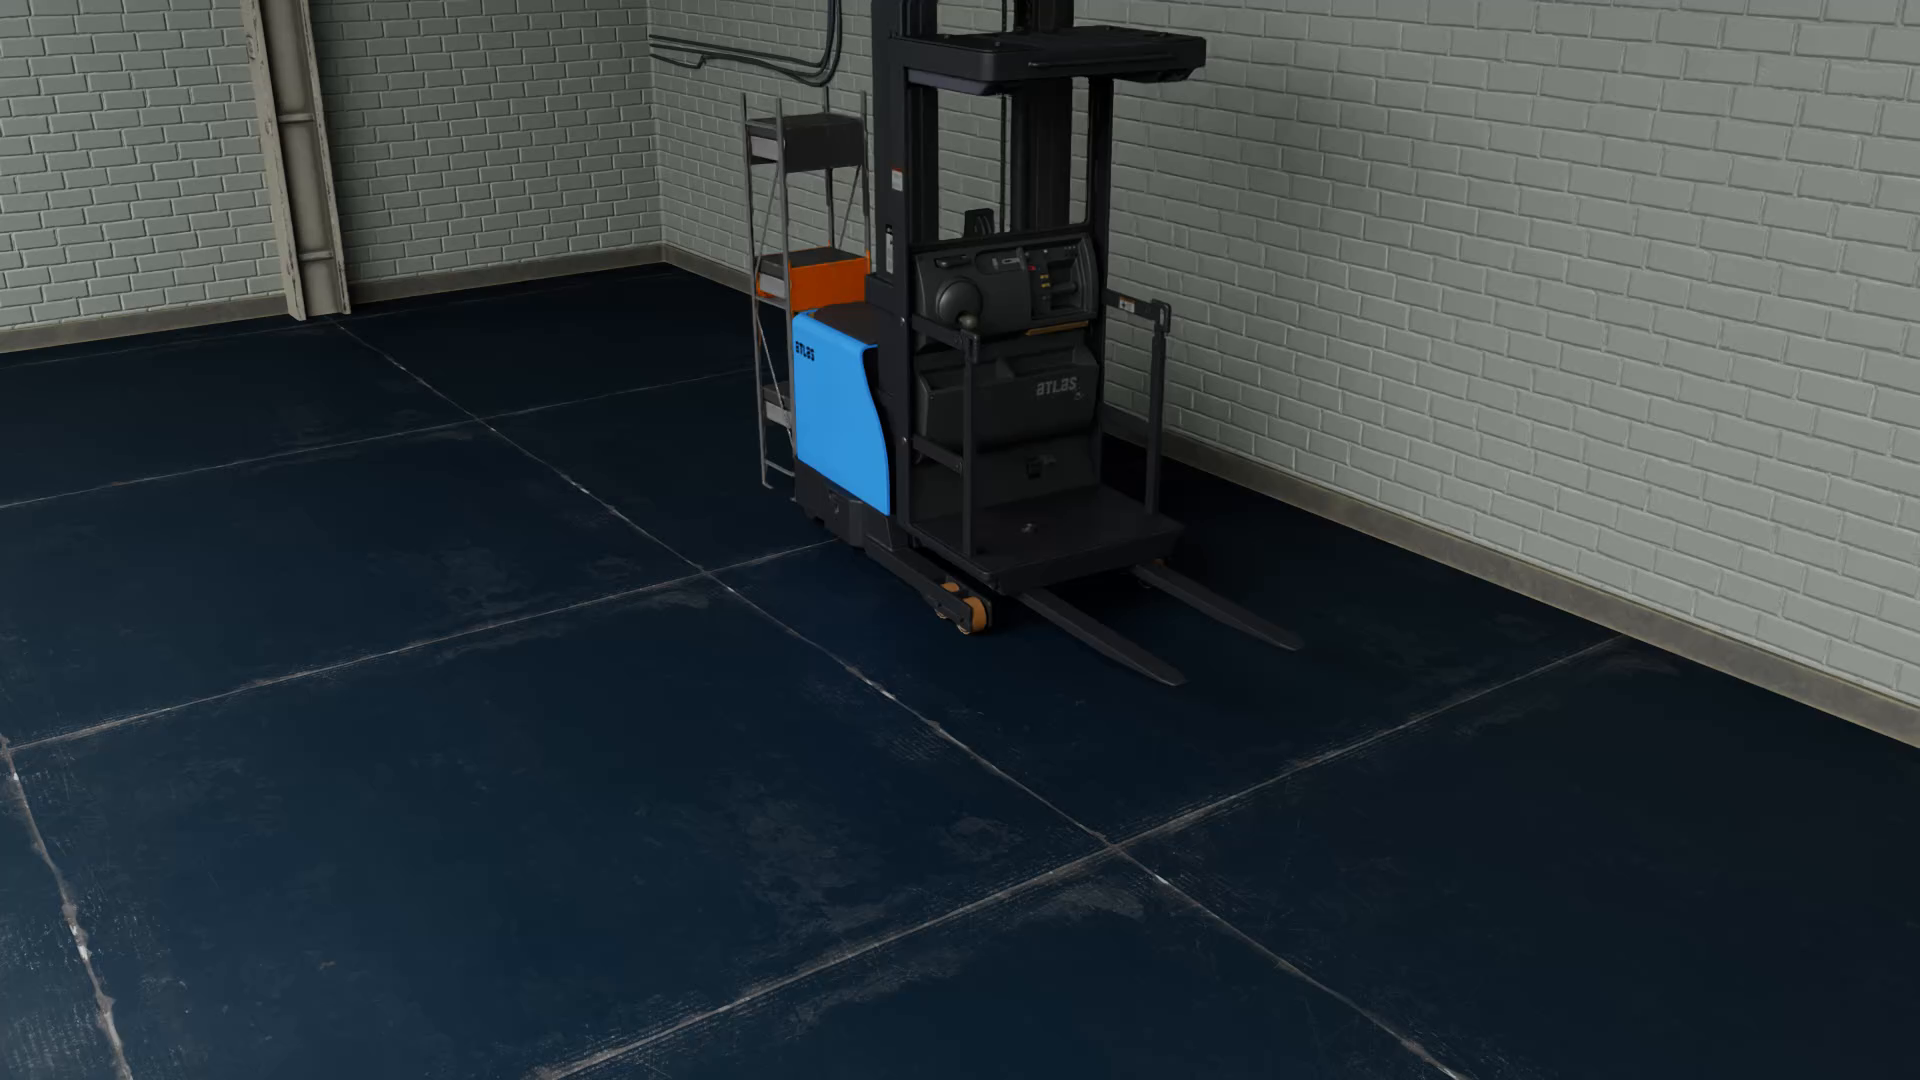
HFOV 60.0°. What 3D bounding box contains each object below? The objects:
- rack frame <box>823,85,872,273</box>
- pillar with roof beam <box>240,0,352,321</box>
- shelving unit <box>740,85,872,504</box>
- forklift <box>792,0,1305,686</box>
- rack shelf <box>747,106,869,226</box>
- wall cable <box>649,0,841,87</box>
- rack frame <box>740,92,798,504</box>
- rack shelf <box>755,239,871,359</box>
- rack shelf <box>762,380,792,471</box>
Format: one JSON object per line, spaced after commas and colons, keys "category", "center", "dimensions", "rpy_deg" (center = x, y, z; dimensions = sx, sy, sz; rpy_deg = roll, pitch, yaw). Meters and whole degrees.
{"category": "rack frame", "center": [-0.581, -1.335, 8.896], "dimensions": [0.015, 2.100, 0.400], "rpy_deg": [-15, 25, -32]}
{"category": "pillar with roof beam", "center": [-2.399, -4.627, 7.850], "dimensions": [0.400, 9.000, 9.100], "rpy_deg": [-15, 26, -33]}
{"category": "shelving unit", "center": [-0.781, -1.283, 8.766], "dimensions": [0.503, 2.100, 0.431], "rpy_deg": [-15, 25, -32]}
{"category": "forklift", "center": [0.329, -1.139, 7.297], "dimensions": [1.130, 2.935, 3.031], "rpy_deg": [-13, 25, -29]}
{"category": "rack shelf", "center": [-0.789, -1.924, 8.521], "dimensions": [0.480, 0.518, 0.431], "rpy_deg": [-15, 25, -32]}
{"category": "wall cable", "center": [-1.750, -4.720, 12.272], "dimensions": [0.112, 2.526, 3.097], "rpy_deg": [-15, 26, -33]}
{"category": "rack frame", "center": [-0.980, -1.231, 8.635], "dimensions": [0.015, 2.100, 0.400], "rpy_deg": [-15, 25, -32]}
{"category": "rack shelf", "center": [-0.781, -1.270, 8.771], "dimensions": [0.480, 0.518, 0.431], "rpy_deg": [-15, 25, -32]}
{"category": "rack shelf", "center": [-0.773, -0.616, 9.020], "dimensions": [0.480, 0.518, 0.431], "rpy_deg": [-15, 25, -32]}
